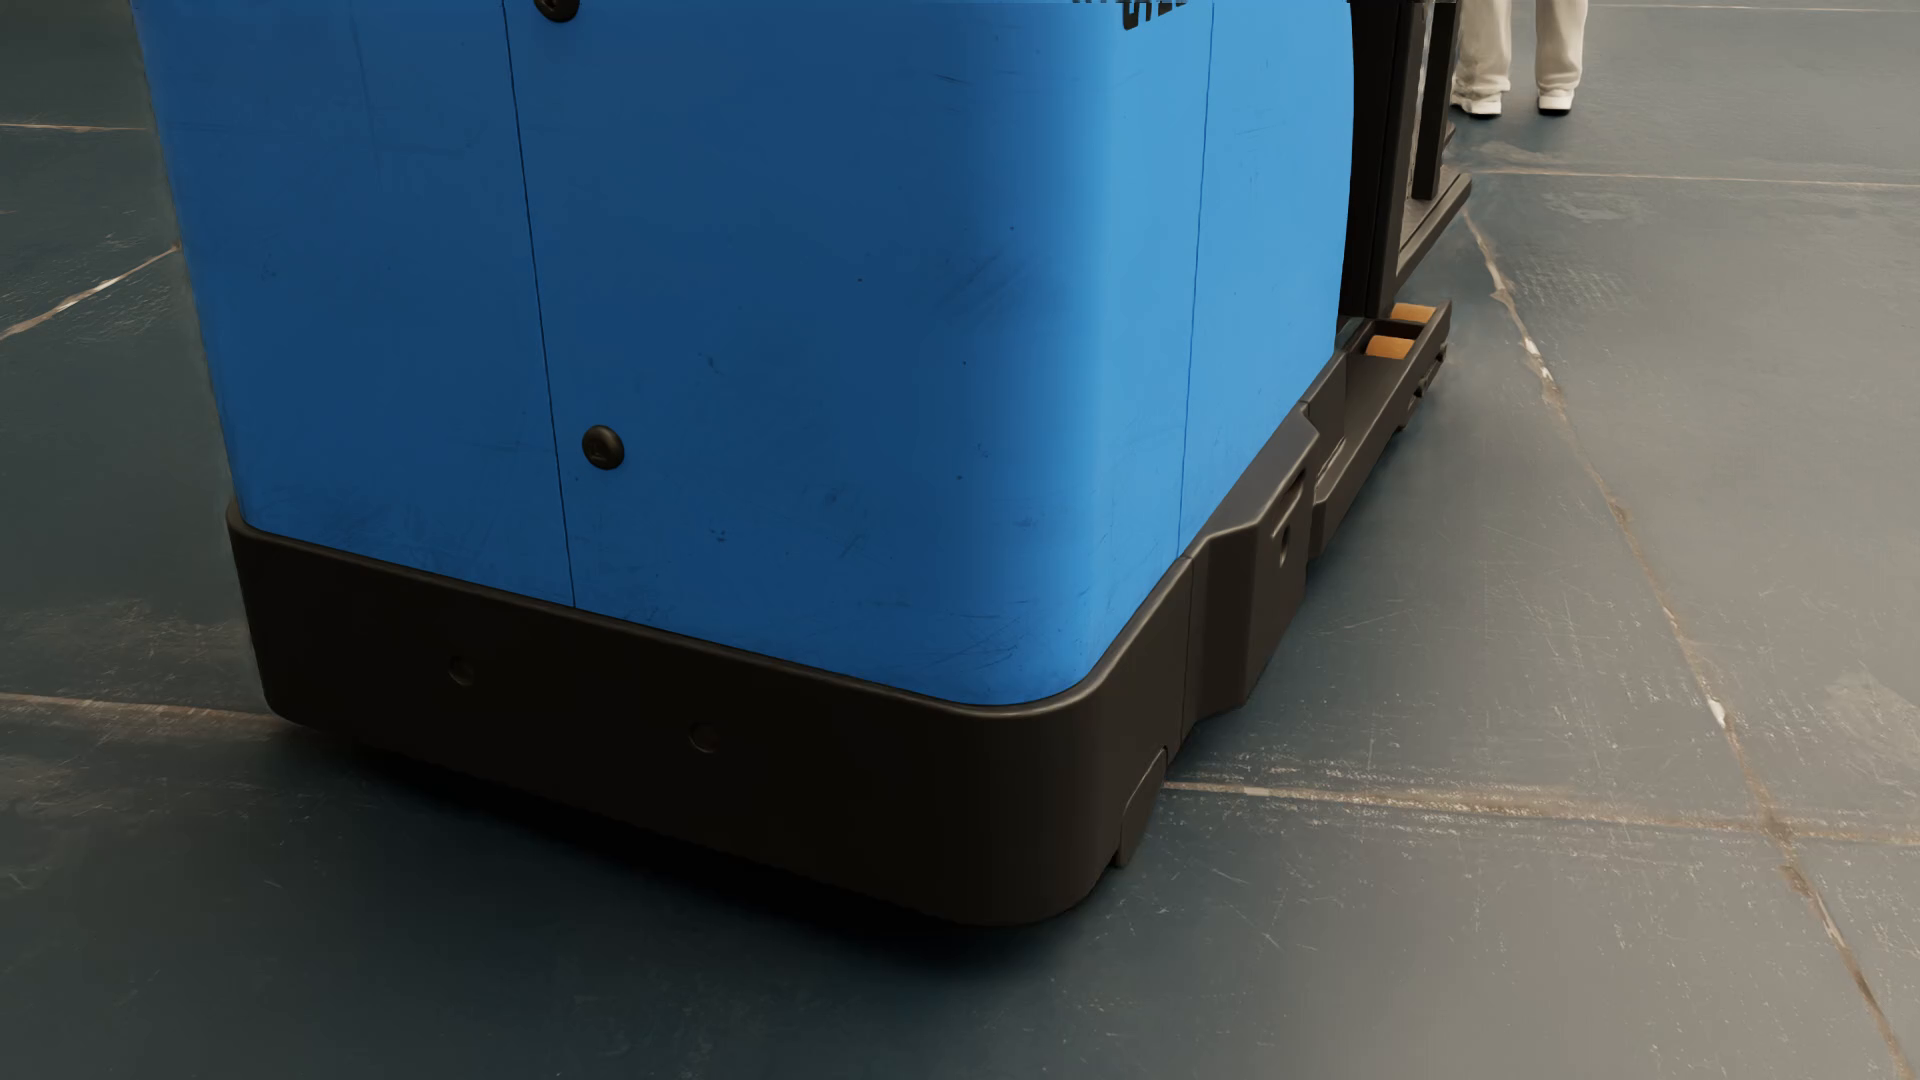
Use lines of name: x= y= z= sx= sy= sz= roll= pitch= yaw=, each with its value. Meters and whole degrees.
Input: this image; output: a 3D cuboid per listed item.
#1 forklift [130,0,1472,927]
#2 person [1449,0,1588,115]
forklift: x=0.248 y=-1.571 z=2.367 sx=1.130 sy=2.935 sz=3.031 roll=12 pitch=29 yaw=22
person: x=1.643 y=-2.152 z=4.814 sx=0.692 sy=1.782 sz=0.566 roll=3 pitch=27 yaw=6
